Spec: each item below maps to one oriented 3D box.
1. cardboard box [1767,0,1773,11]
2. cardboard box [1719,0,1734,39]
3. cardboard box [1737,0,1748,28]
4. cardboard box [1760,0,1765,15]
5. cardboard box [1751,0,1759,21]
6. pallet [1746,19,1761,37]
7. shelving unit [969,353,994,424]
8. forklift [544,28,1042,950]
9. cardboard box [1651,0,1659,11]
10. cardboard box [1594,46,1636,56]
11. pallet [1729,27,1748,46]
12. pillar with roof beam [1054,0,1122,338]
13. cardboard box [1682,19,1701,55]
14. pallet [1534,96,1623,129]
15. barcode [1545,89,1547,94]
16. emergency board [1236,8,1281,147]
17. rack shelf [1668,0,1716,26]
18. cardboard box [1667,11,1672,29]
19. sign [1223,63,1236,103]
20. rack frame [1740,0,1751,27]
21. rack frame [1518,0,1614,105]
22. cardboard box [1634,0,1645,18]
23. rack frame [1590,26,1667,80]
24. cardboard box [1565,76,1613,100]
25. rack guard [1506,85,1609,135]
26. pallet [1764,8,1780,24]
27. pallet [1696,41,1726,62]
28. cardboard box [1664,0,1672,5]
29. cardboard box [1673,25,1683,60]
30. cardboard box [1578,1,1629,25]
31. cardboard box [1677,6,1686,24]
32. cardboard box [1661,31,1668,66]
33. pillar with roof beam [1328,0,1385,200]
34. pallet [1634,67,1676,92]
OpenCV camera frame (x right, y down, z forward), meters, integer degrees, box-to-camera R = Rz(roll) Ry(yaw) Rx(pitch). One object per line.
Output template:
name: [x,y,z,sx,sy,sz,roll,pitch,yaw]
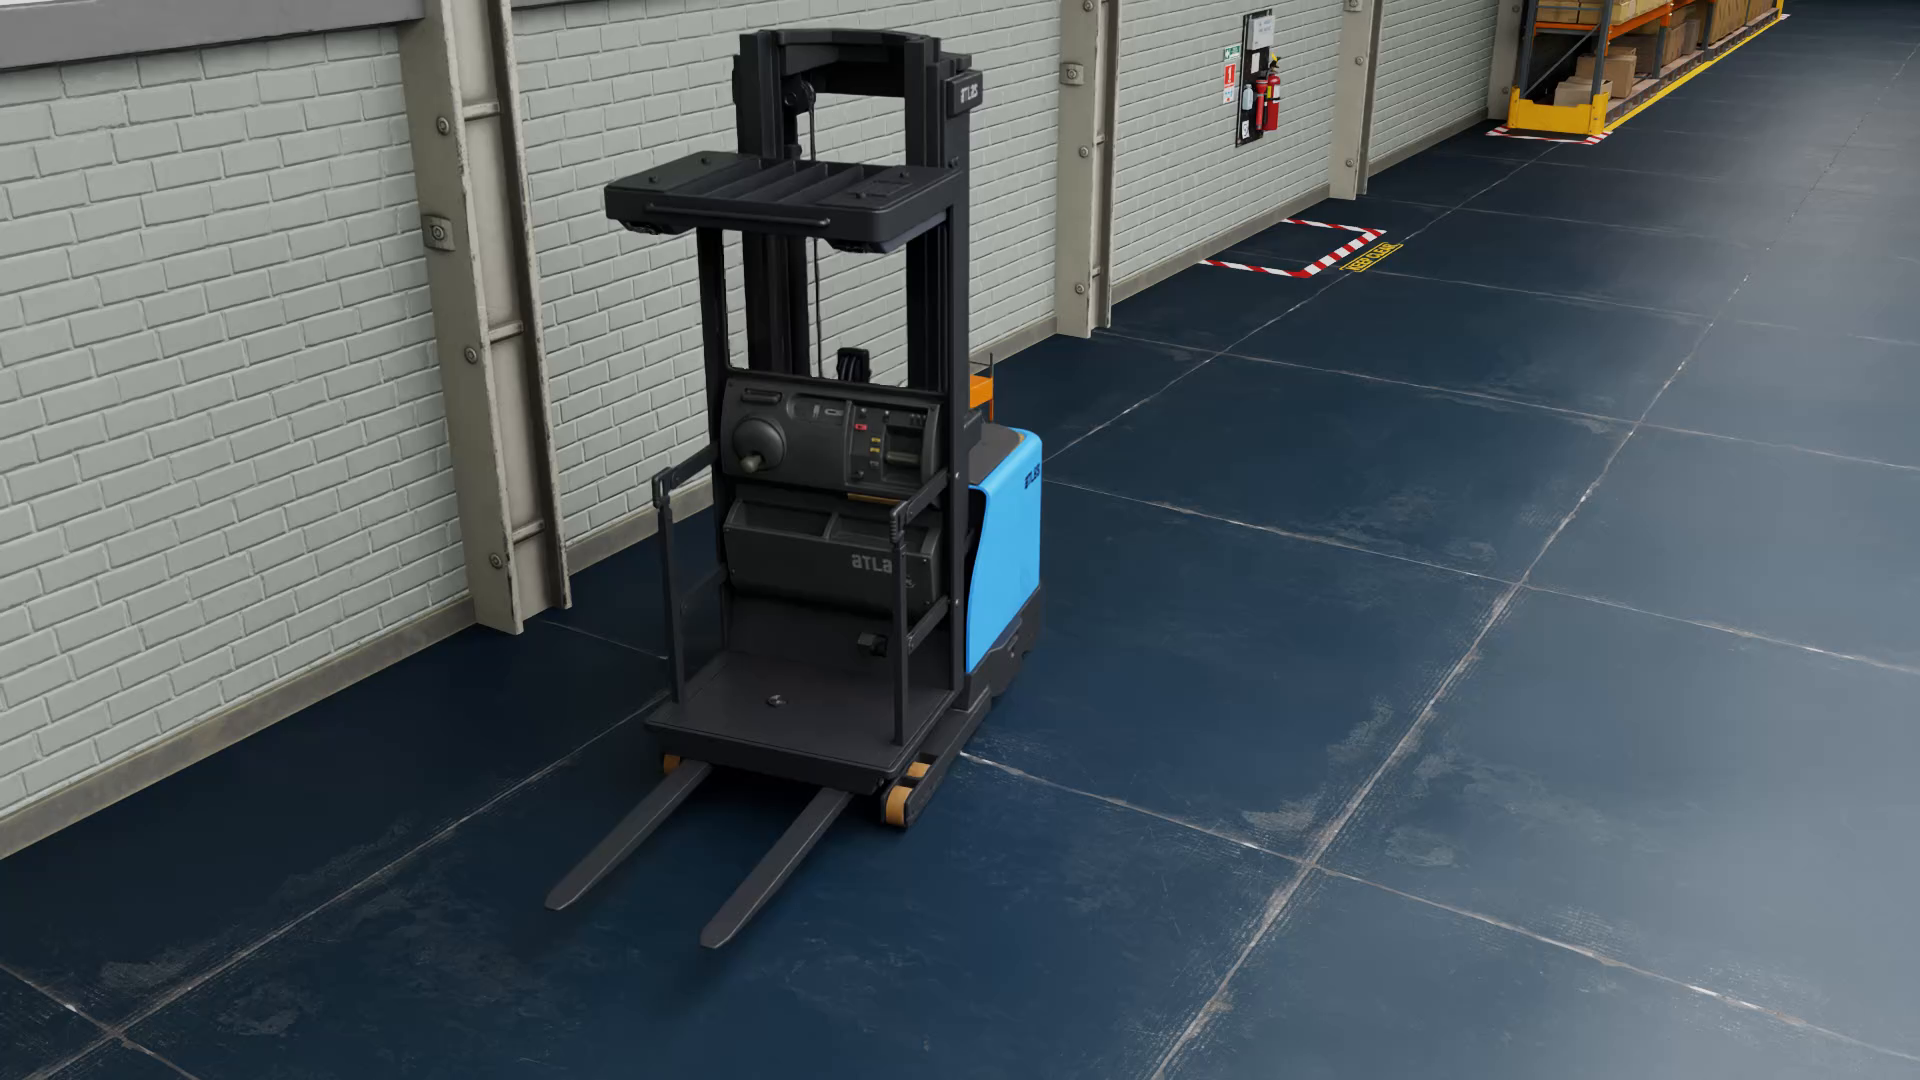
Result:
cardboard box: [15.808,-10.854,33.165,0.700,0.500,0.500,14,27,29]
cardboard box: [12.840,-9.087,28.642,0.750,0.750,0.750,14,27,29]
cardboard box: [13.750,-9.675,30.001,0.750,0.750,0.750,14,27,30]
cardboard box: [15.280,-10.515,32.382,0.700,0.500,0.500,13,27,27]
cardboard box: [14.732,-10.161,31.564,0.700,0.500,0.500,14,27,28]
pallet: [14.450,-9.676,31.336,1.003,0.211,1.213,14,27,29]
shelving unit: [0.028,-0.500,9.083,0.215,1.050,0.252,14,27,29]
forklift: [-0.599,-0.388,6.456,1.130,2.935,3.031,8,25,19]
cardboard box: [9.248,-7.393,22.716,0.500,0.250,0.500,14,27,29]
cardboard box: [9.249,-6.712,23.570,0.500,0.500,0.500,12,26,25]
pallet: [13.640,-9.160,30.143,1.003,0.211,1.213,14,27,29]
pillar with roof beam: [4.615,-4.884,9.204,9.100,9.000,0.400,14,27,29]
cardboard box: [11.537,-8.166,26.931,0.700,0.500,0.500,14,27,30]
pallet: [8.151,-5.678,22.101,1.003,0.211,1.213,14,27,29]
barcode: [7.764,-5.942,22.020,0.001,0.075,0.075,14,27,29]
emergency board: [2.786,-4.232,15.250,0.194,1.169,0.643,14,27,29]
rack shelf: [10.818,-8.360,25.692,1.077,0.370,4.000,14,27,29]
cardboard box: [10.638,-7.992,25.584,0.500,0.250,0.500,13,27,27]
sign: [2.407,-4.083,14.861,0.001,0.329,0.234,14,27,29]
rack frame: [13.983,-10.716,30.227,1.000,3.000,0.127,14,27,29]
rack frame: [7.653,-6.665,20.871,1.000,3.000,0.127,14,27,29]
cardboard box: [8.716,-7.053,21.930,0.500,0.250,0.500,13,27,28]
rack frame: [9.763,-8.015,23.990,1.000,3.000,0.127,14,27,29]
cardboard box: [8.395,-6.041,22.258,0.500,0.311,0.500,16,28,33]
rack guard: [7.693,-5.544,21.427,1.175,0.500,0.348,14,27,29]
pallet: [15.737,-10.500,33.238,1.003,0.211,1.213,14,27,29]
pallet: [12.353,-8.336,28.241,1.003,0.211,1.213,14,27,29]
cardboard box: [9.770,-7.732,23.500,0.500,0.250,0.500,14,27,29]
cardboard box: [10.929,-7.843,26.185,0.700,0.500,0.500,14,27,29]
cardboard box: [8.180,-6.704,21.124,0.500,0.250,0.500,13,27,27]
cardboard box: [11.183,-8.331,26.368,0.500,0.250,0.500,14,27,30]
cardboard box: [10.367,-7.507,25.408,0.700,0.500,0.500,13,27,28]
pillar with roof beam: [7.780,-6.909,13.882,9.100,9.000,0.400,14,27,29]
pallet: [10.172,-6.999,25.152,1.003,0.211,1.213,14,27,29]
